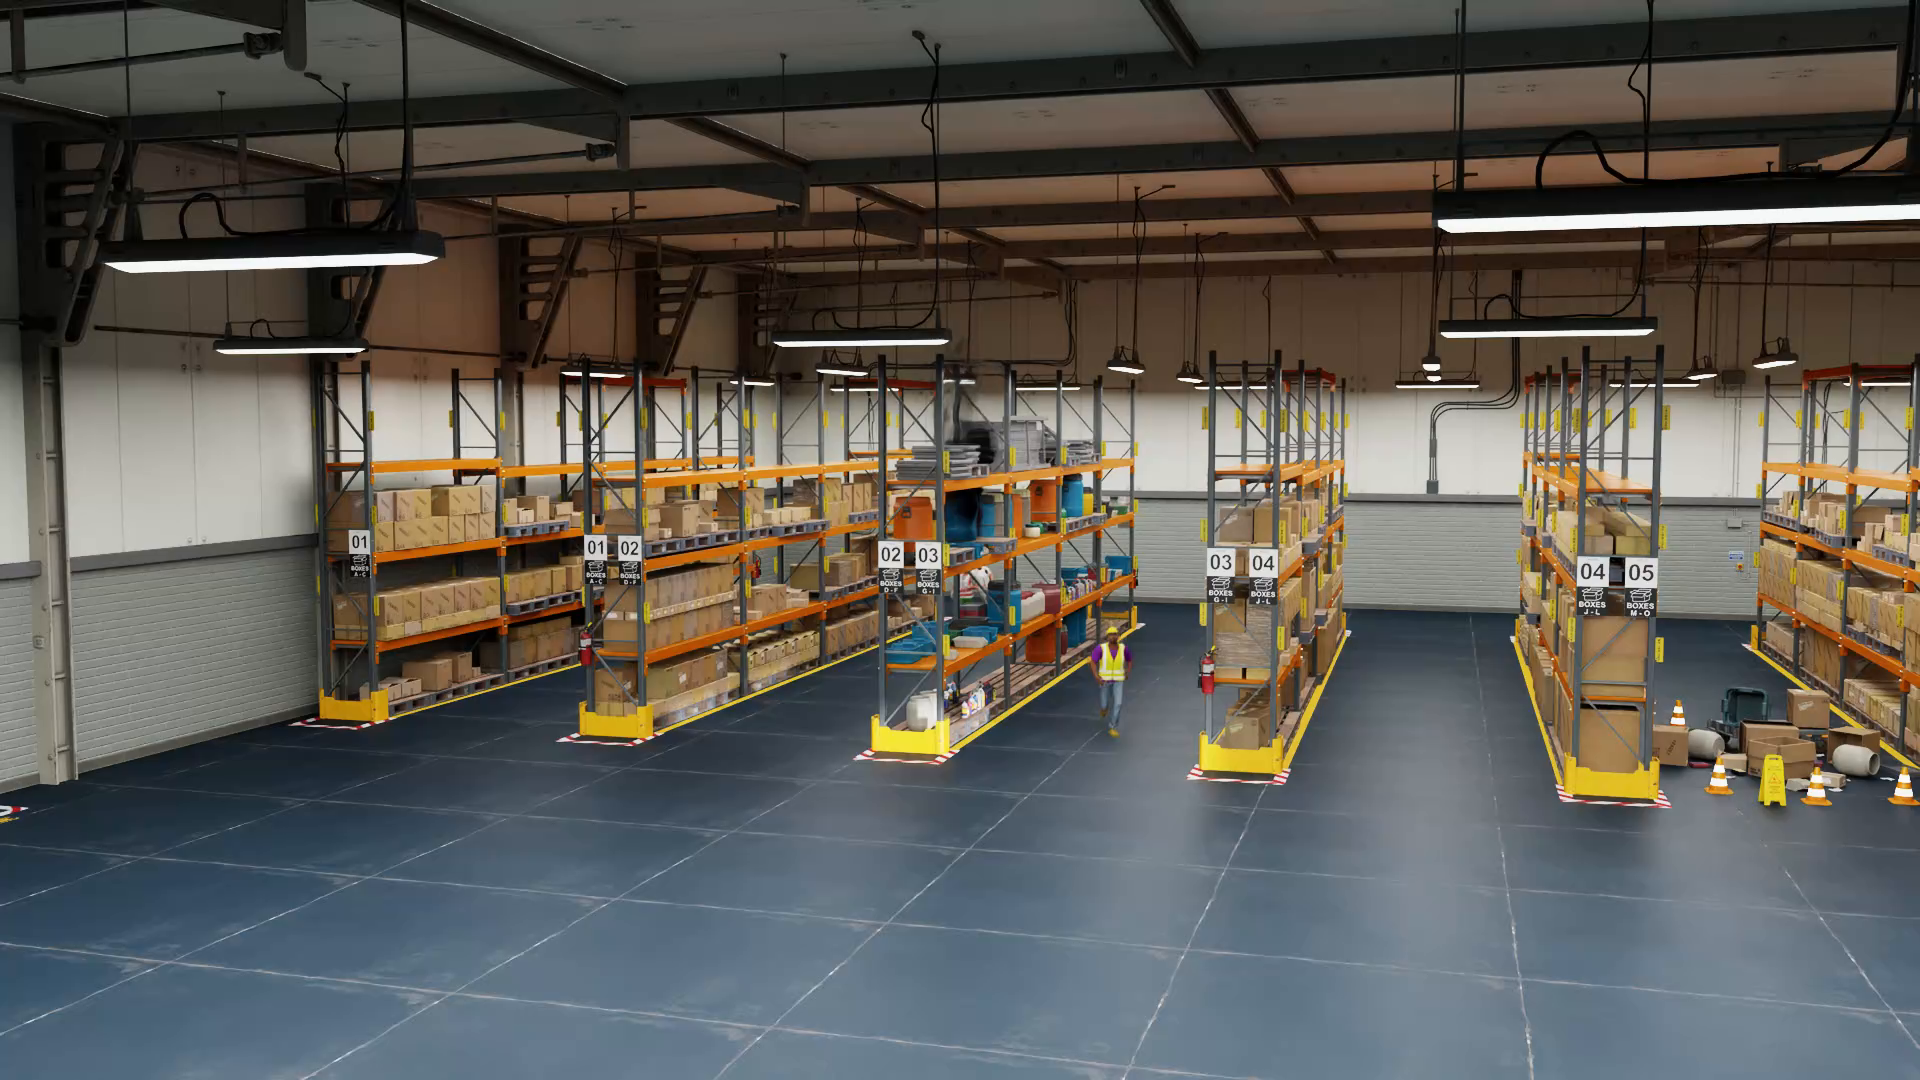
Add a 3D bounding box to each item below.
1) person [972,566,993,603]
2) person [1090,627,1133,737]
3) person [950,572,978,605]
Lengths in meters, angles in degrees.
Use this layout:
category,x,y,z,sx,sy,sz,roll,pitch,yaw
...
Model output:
category,x,y,z,sx,sy,sz,roll,pitch,yaw
person,0.663,1.222,41.886,0.799,1.561,0.614,-1,4,-13
person,2.440,2.255,26.693,0.696,1.726,0.795,0,4,2
person,0.091,1.376,38.258,0.648,1.845,0.773,0,4,5
